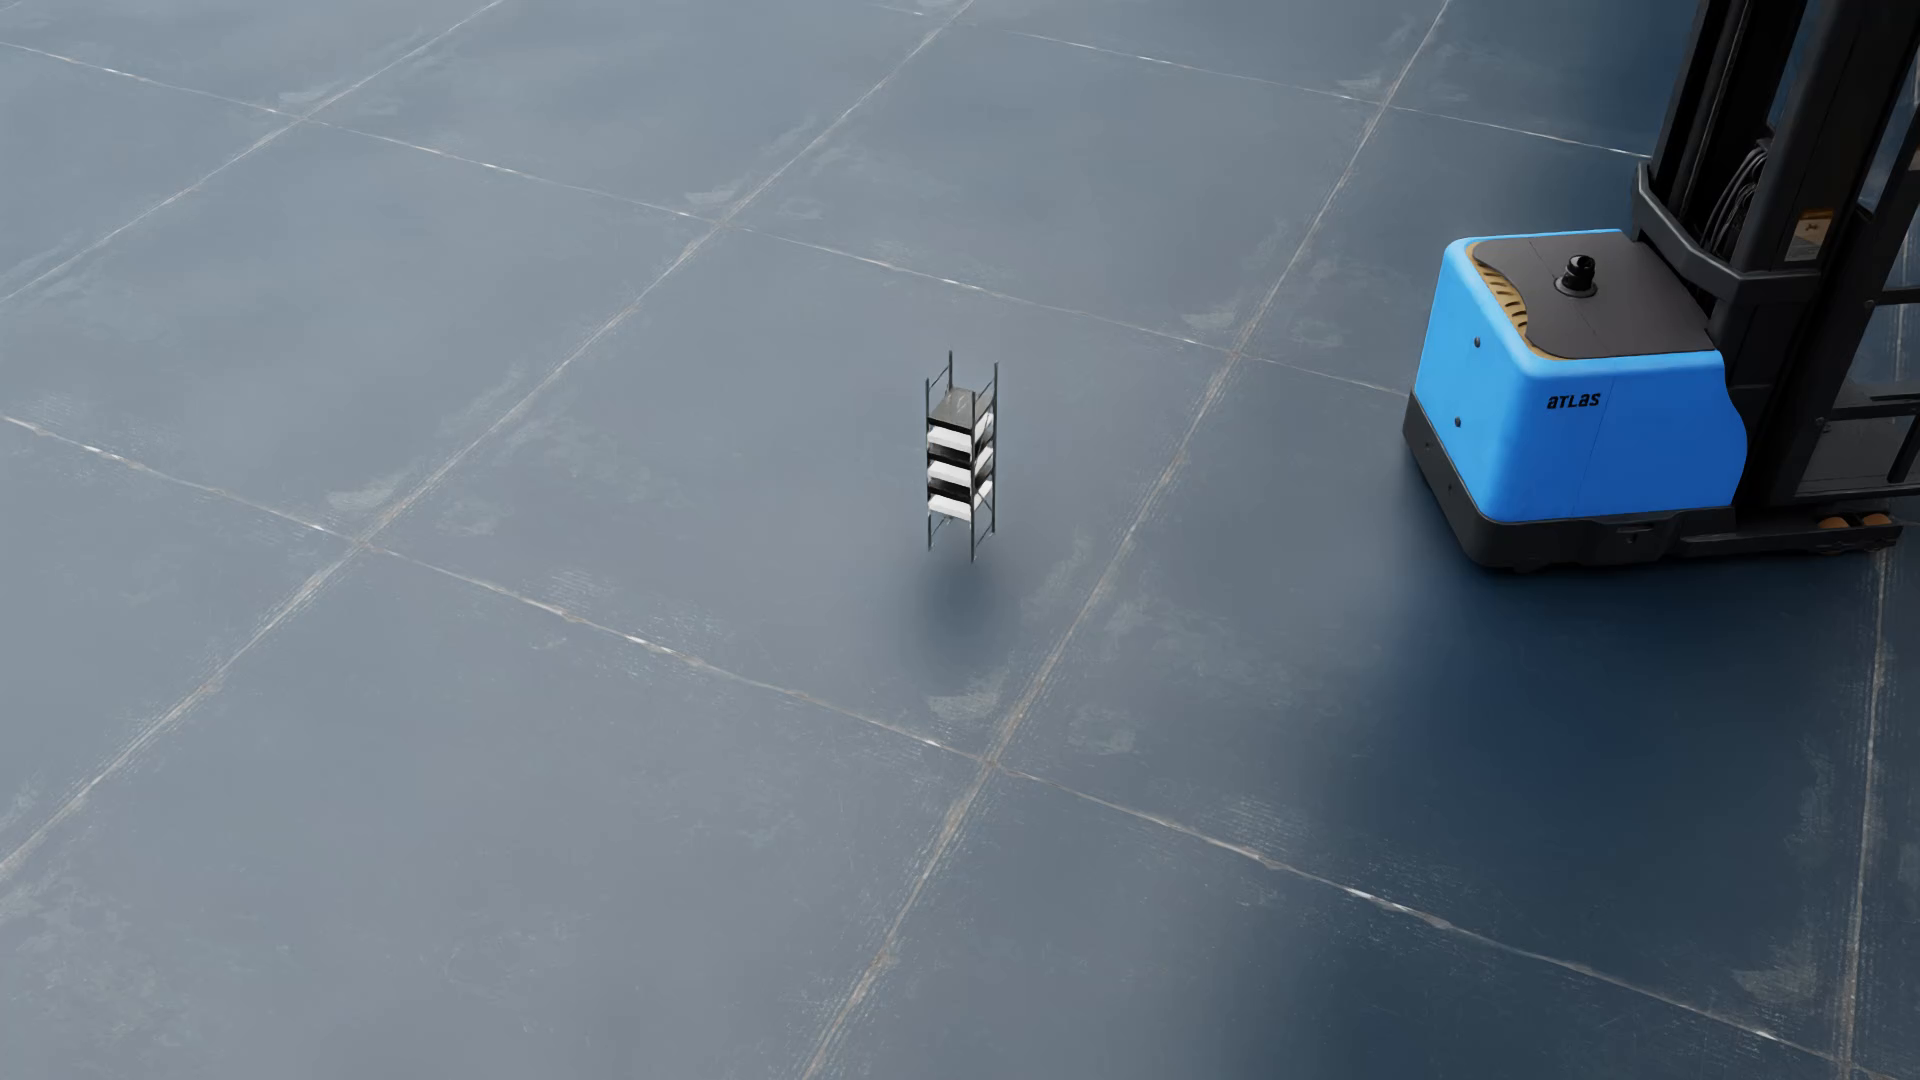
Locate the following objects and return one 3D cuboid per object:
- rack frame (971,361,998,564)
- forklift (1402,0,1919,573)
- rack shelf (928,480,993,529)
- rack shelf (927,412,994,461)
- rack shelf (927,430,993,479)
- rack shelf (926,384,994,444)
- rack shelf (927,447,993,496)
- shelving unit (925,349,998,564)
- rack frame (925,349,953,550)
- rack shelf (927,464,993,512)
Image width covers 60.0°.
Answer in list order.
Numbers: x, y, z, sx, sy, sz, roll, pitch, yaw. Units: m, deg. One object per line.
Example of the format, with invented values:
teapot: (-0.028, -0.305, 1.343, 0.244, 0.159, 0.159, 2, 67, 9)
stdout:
rack frame: (0.099, -0.310, 6.920, 0.006, 0.900, 0.240, 17, 44, 19)
forklift: (3.606, -1.384, 6.609, 3.031, 2.935, 1.130, -4, 41, -5)
rack shelf: (0.007, -0.177, 7.092, 0.200, 0.077, 0.258, 17, 44, 19)
rack shelf: (0.007, -0.449, 6.857, 0.200, 0.077, 0.258, 17, 44, 19)
rack shelf: (0.007, -0.381, 6.916, 0.200, 0.077, 0.258, 17, 44, 19)
rack shelf: (0.007, -0.517, 6.798, 0.200, 0.077, 0.258, 17, 44, 19)
rack shelf: (0.007, -0.313, 6.974, 0.200, 0.077, 0.258, 17, 44, 19)
shelving unit: (0.007, -0.338, 6.953, 0.210, 0.900, 0.258, 17, 44, 19)
rack frame: (-0.085, -0.366, 6.985, 0.006, 0.900, 0.240, 17, 44, 19)
rack shelf: (0.007, -0.245, 7.033, 0.200, 0.077, 0.258, 17, 44, 19)
